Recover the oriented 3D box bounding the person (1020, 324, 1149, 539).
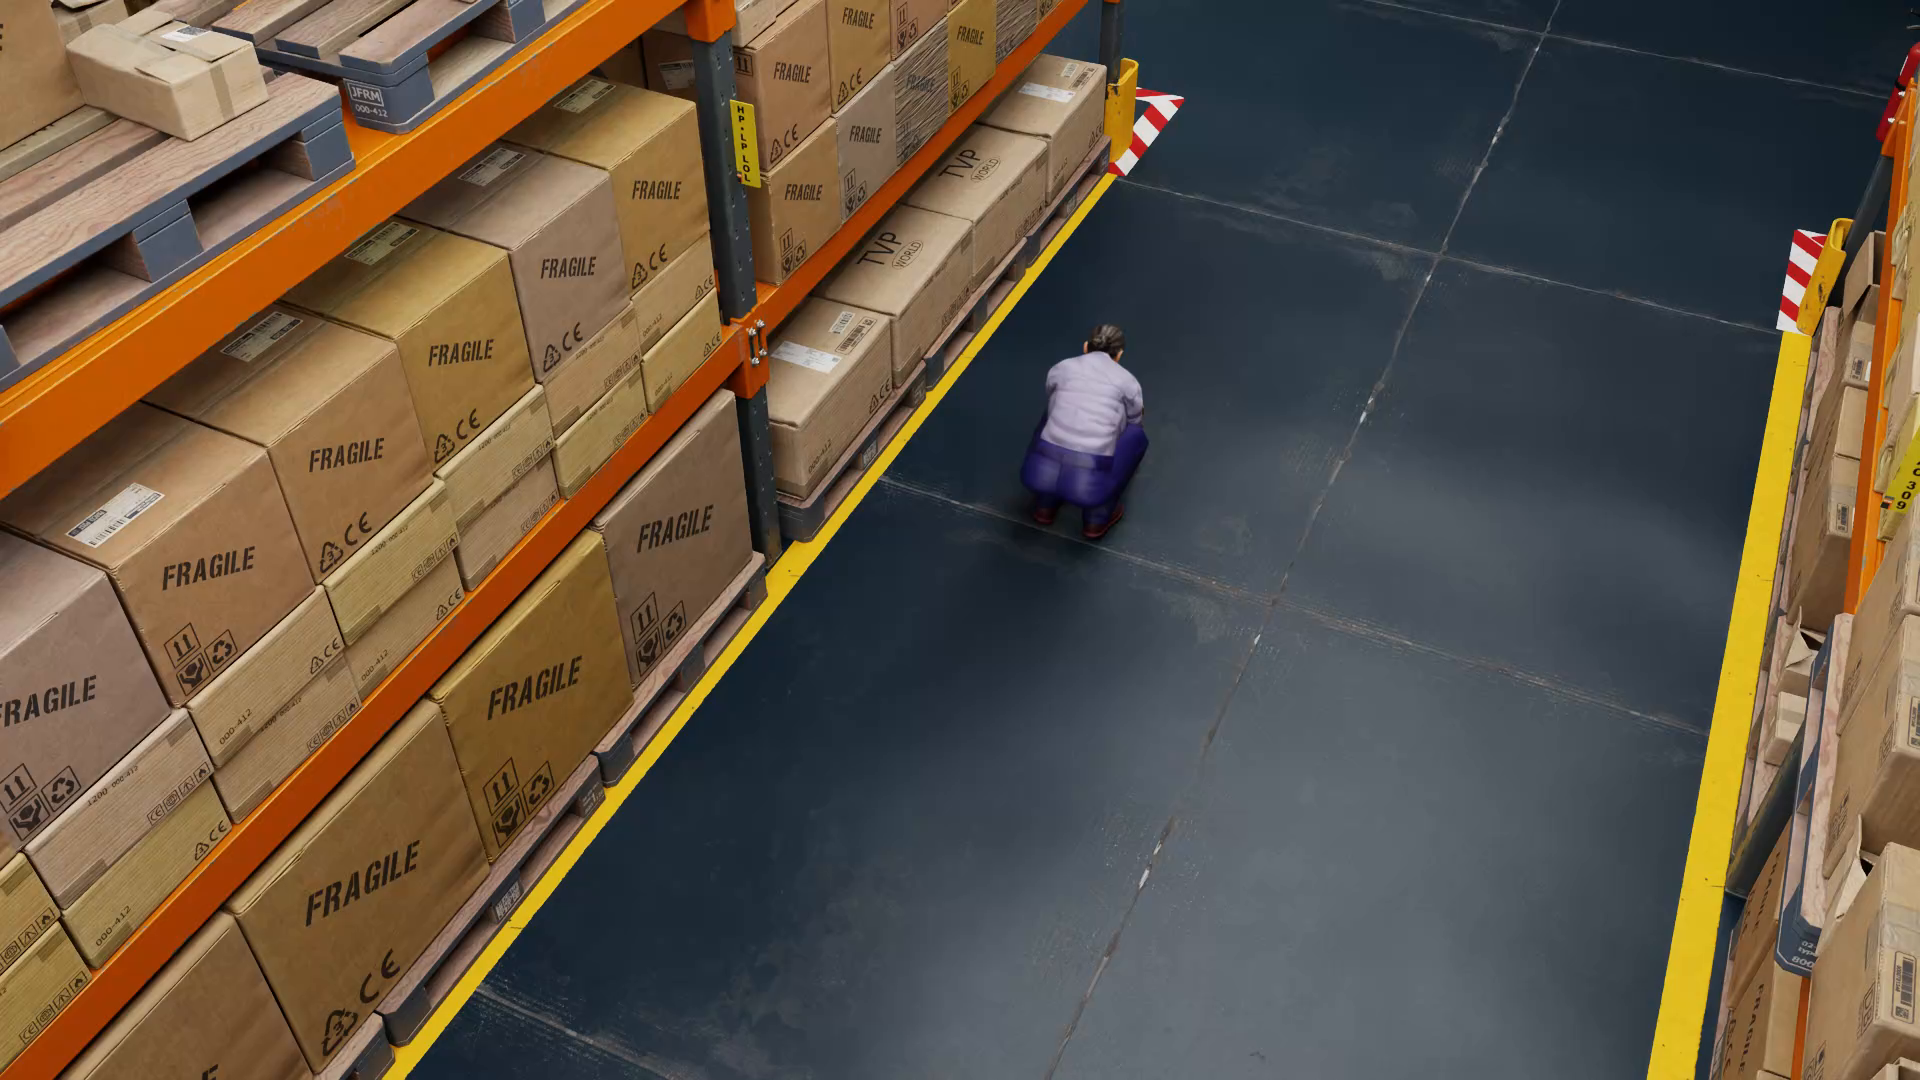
[{"bbox_3d":[0.562,-0.428,7.367,0.504,0.818,0.844,17,45,18],"label":"person"}]
